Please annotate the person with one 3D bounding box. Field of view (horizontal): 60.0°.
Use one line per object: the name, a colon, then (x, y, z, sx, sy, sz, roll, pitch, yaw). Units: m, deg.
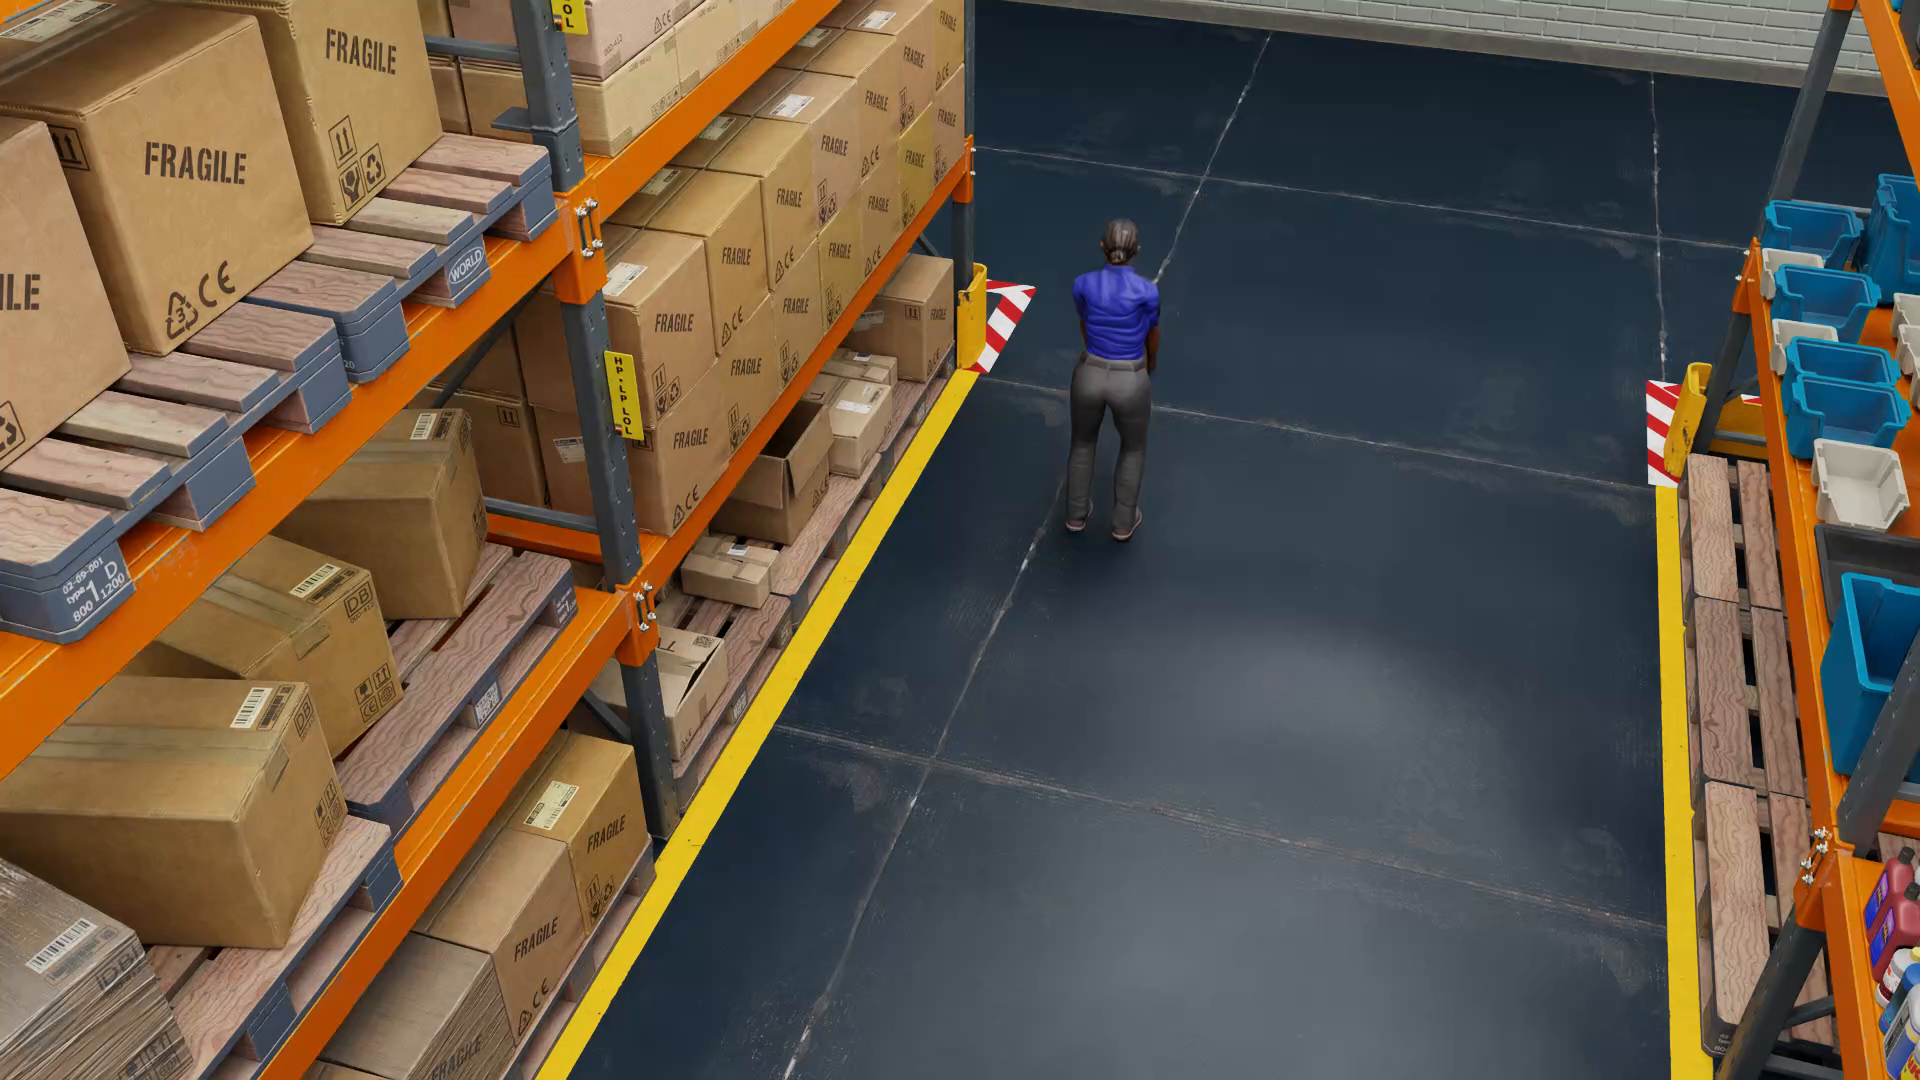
person: (0.732, -0.786, 7.945, 0.412, 1.647, 0.530, 10, 38, 13)
